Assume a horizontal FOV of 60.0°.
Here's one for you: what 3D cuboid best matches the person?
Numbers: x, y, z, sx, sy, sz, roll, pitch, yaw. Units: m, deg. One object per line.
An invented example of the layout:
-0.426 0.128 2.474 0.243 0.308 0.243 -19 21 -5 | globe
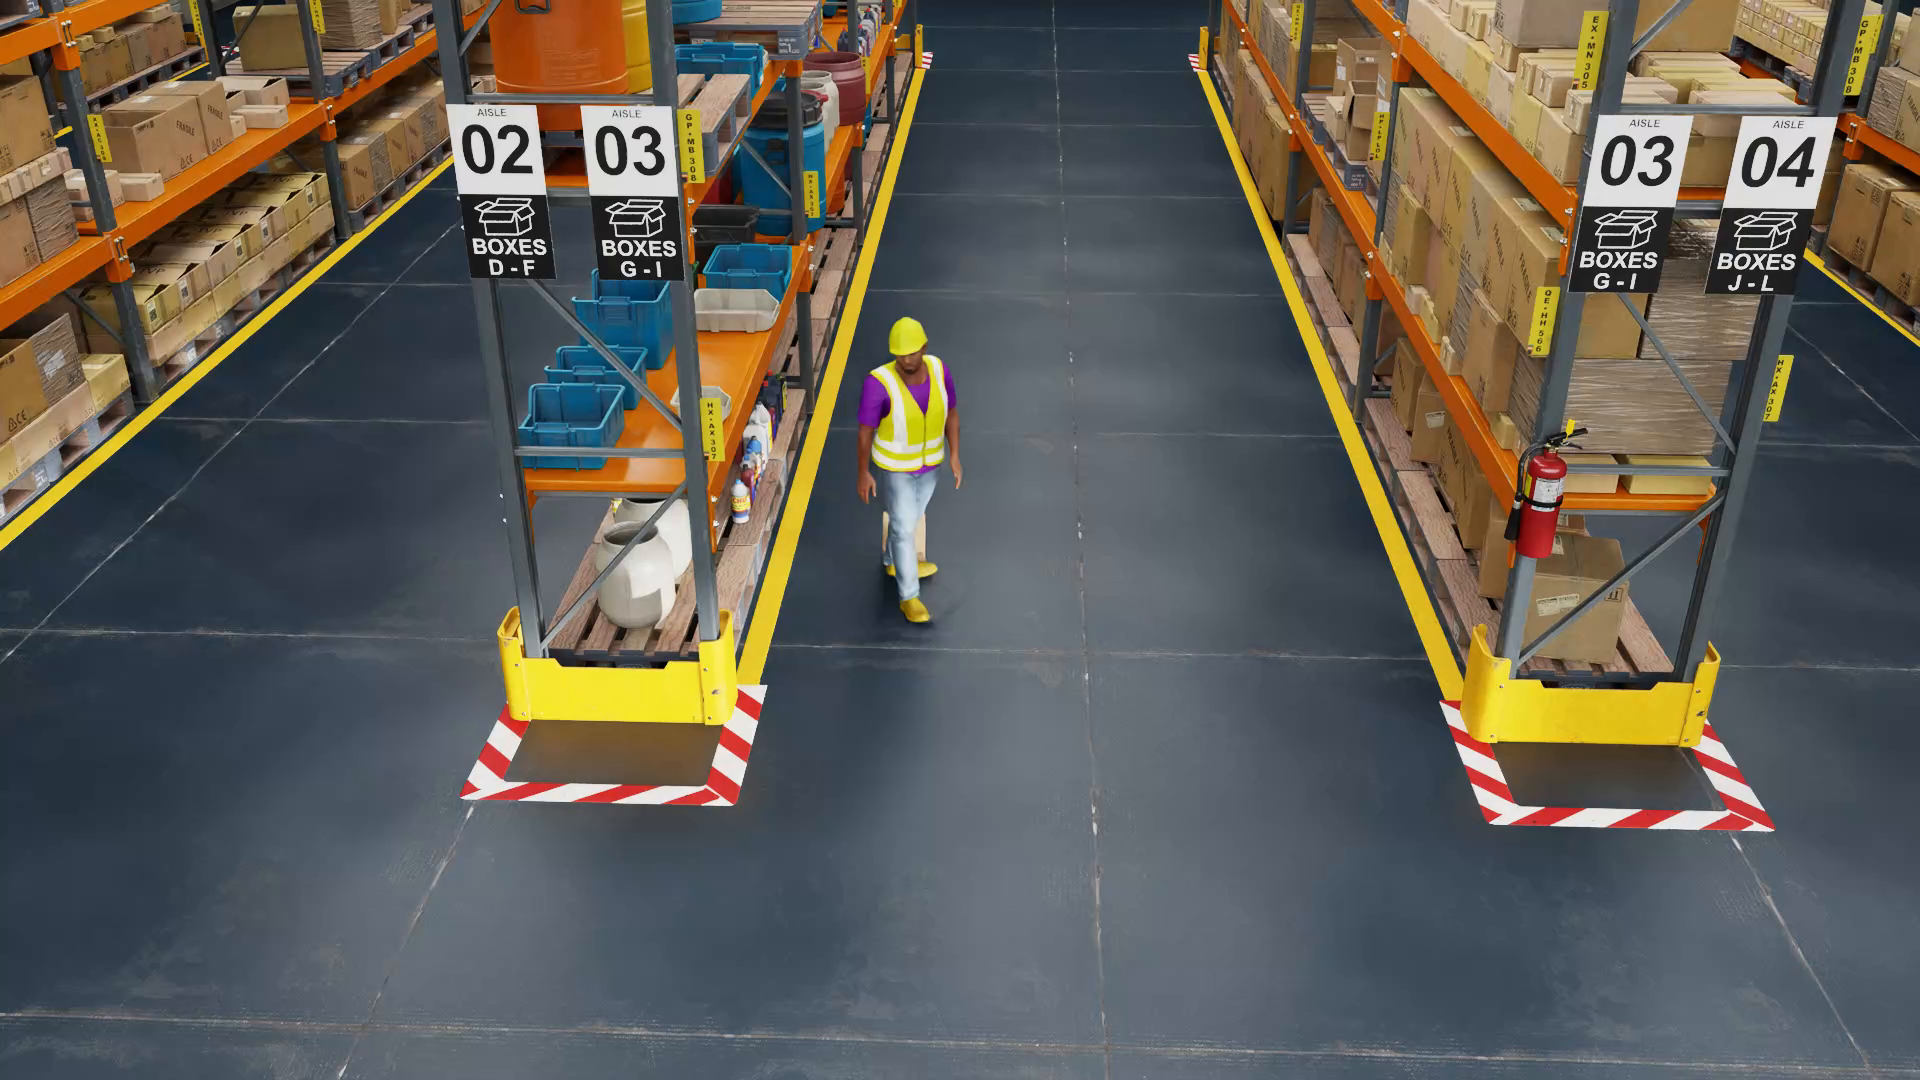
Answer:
-0.288 -0.430 9.404 0.609 1.766 0.668 -19 33 -32 | person
